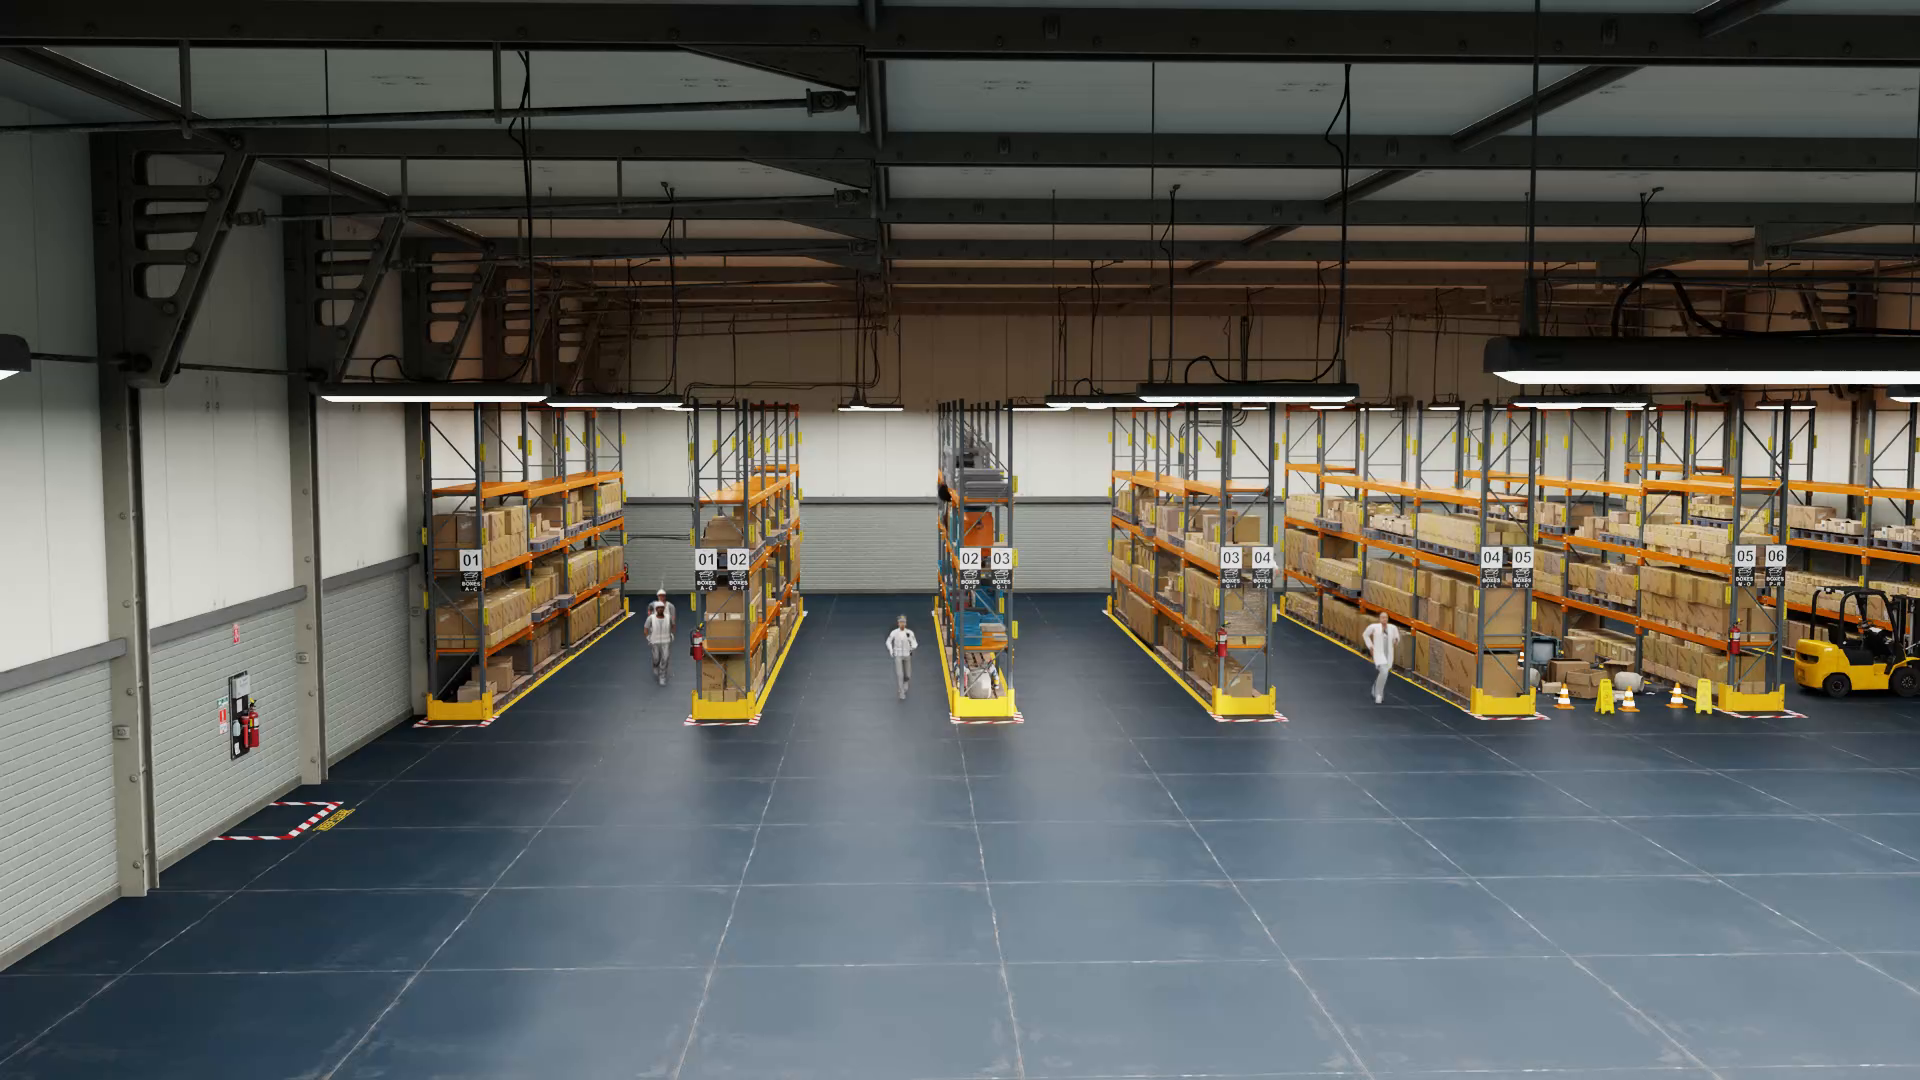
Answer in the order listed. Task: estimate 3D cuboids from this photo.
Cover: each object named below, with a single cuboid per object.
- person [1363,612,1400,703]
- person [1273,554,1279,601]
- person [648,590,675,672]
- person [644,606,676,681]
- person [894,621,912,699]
[{"bbox_3d":[8.419,2.345,33.074,0.654,1.842,0.818,-1,4,-12],"label":"person"},{"bbox_3d":[8.888,1.156,48.984,0.934,1.699,0.847,0,4,3],"label":"person"},{"bbox_3d":[-6.685,1.997,37.289,0.583,1.805,0.967,-1,5,-16],"label":"person"},{"bbox_3d":[-6.365,2.163,35.298,0.667,1.654,0.681,-1,5,-16],"label":"person"},{"bbox_3d":[-1.164,2.367,33.567,0.358,1.611,0.748,-1,4,-8],"label":"person"}]
